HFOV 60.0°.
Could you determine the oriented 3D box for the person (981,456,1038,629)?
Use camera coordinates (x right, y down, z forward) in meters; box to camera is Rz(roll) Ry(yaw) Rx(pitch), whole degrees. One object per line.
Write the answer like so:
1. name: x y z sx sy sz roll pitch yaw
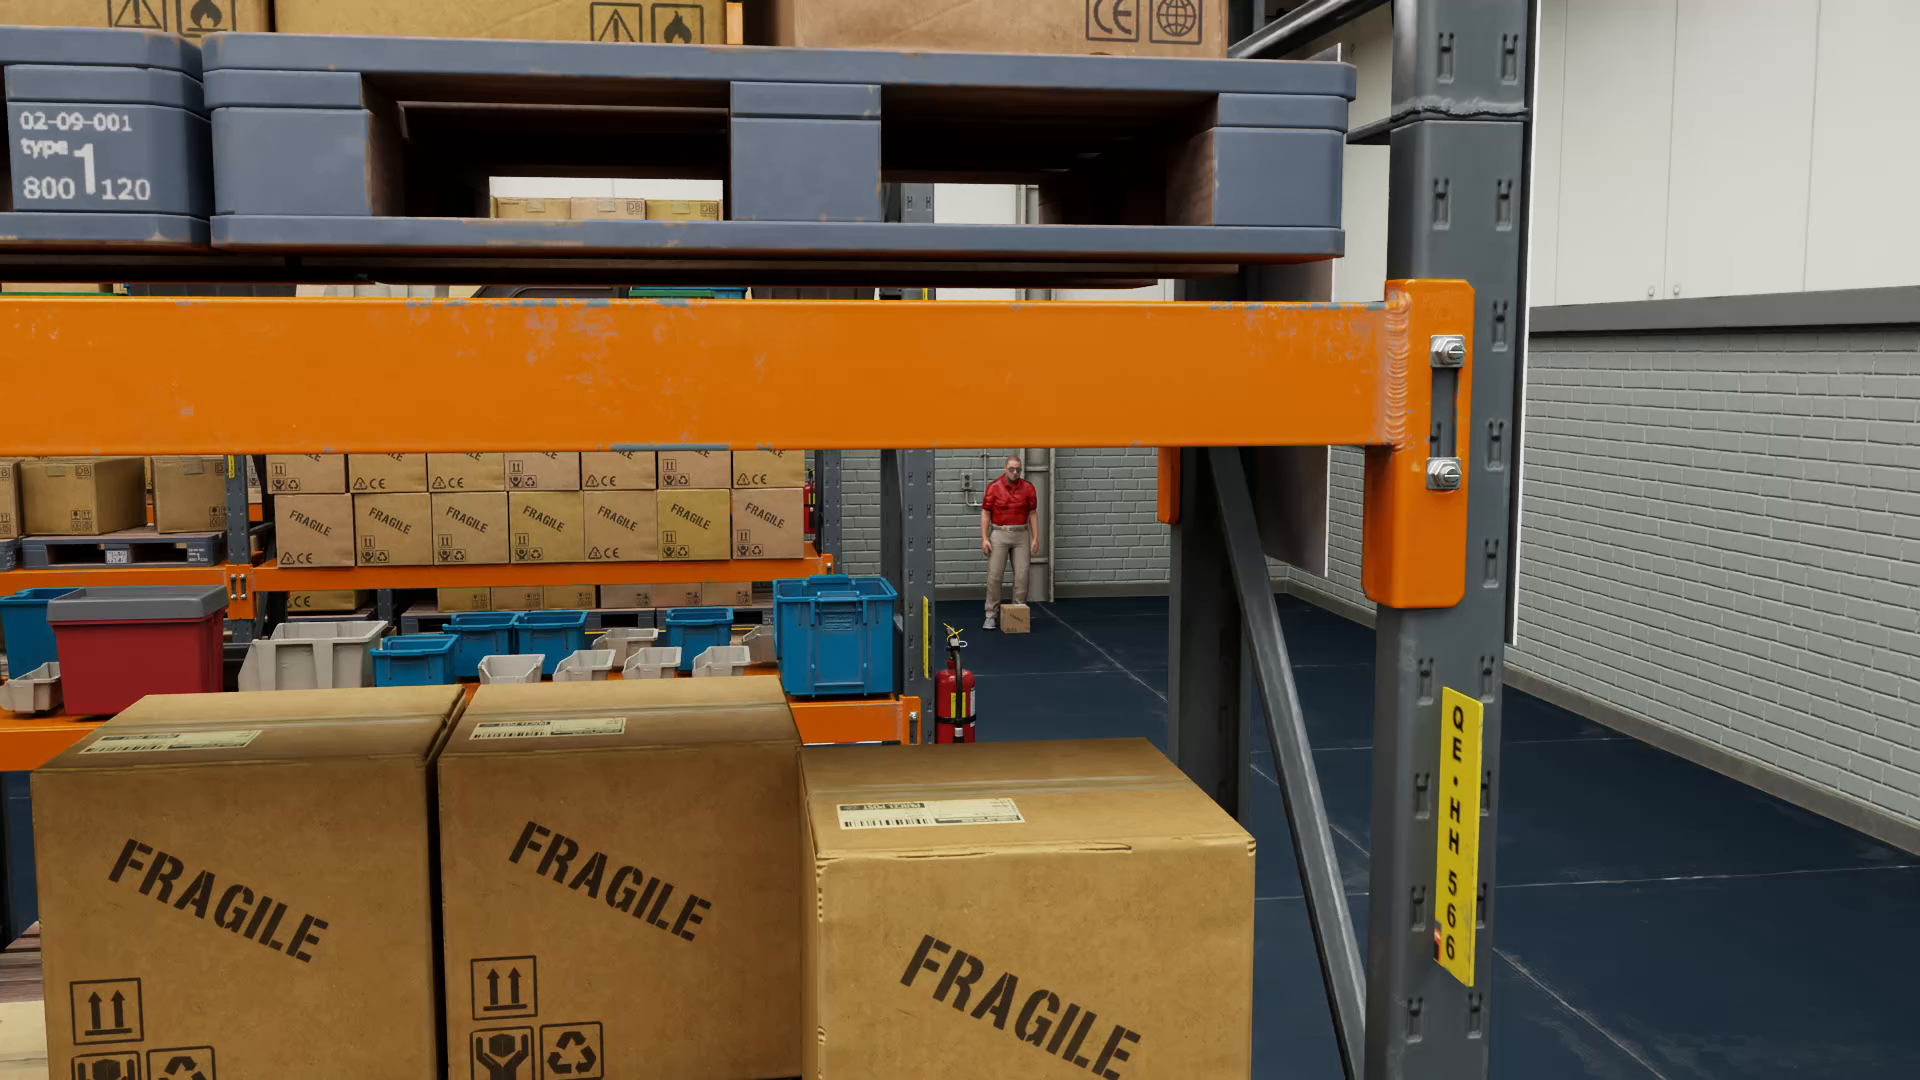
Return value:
1. person: 0.502 0.017 16.621 0.586 1.727 0.422 -1 7 -9
